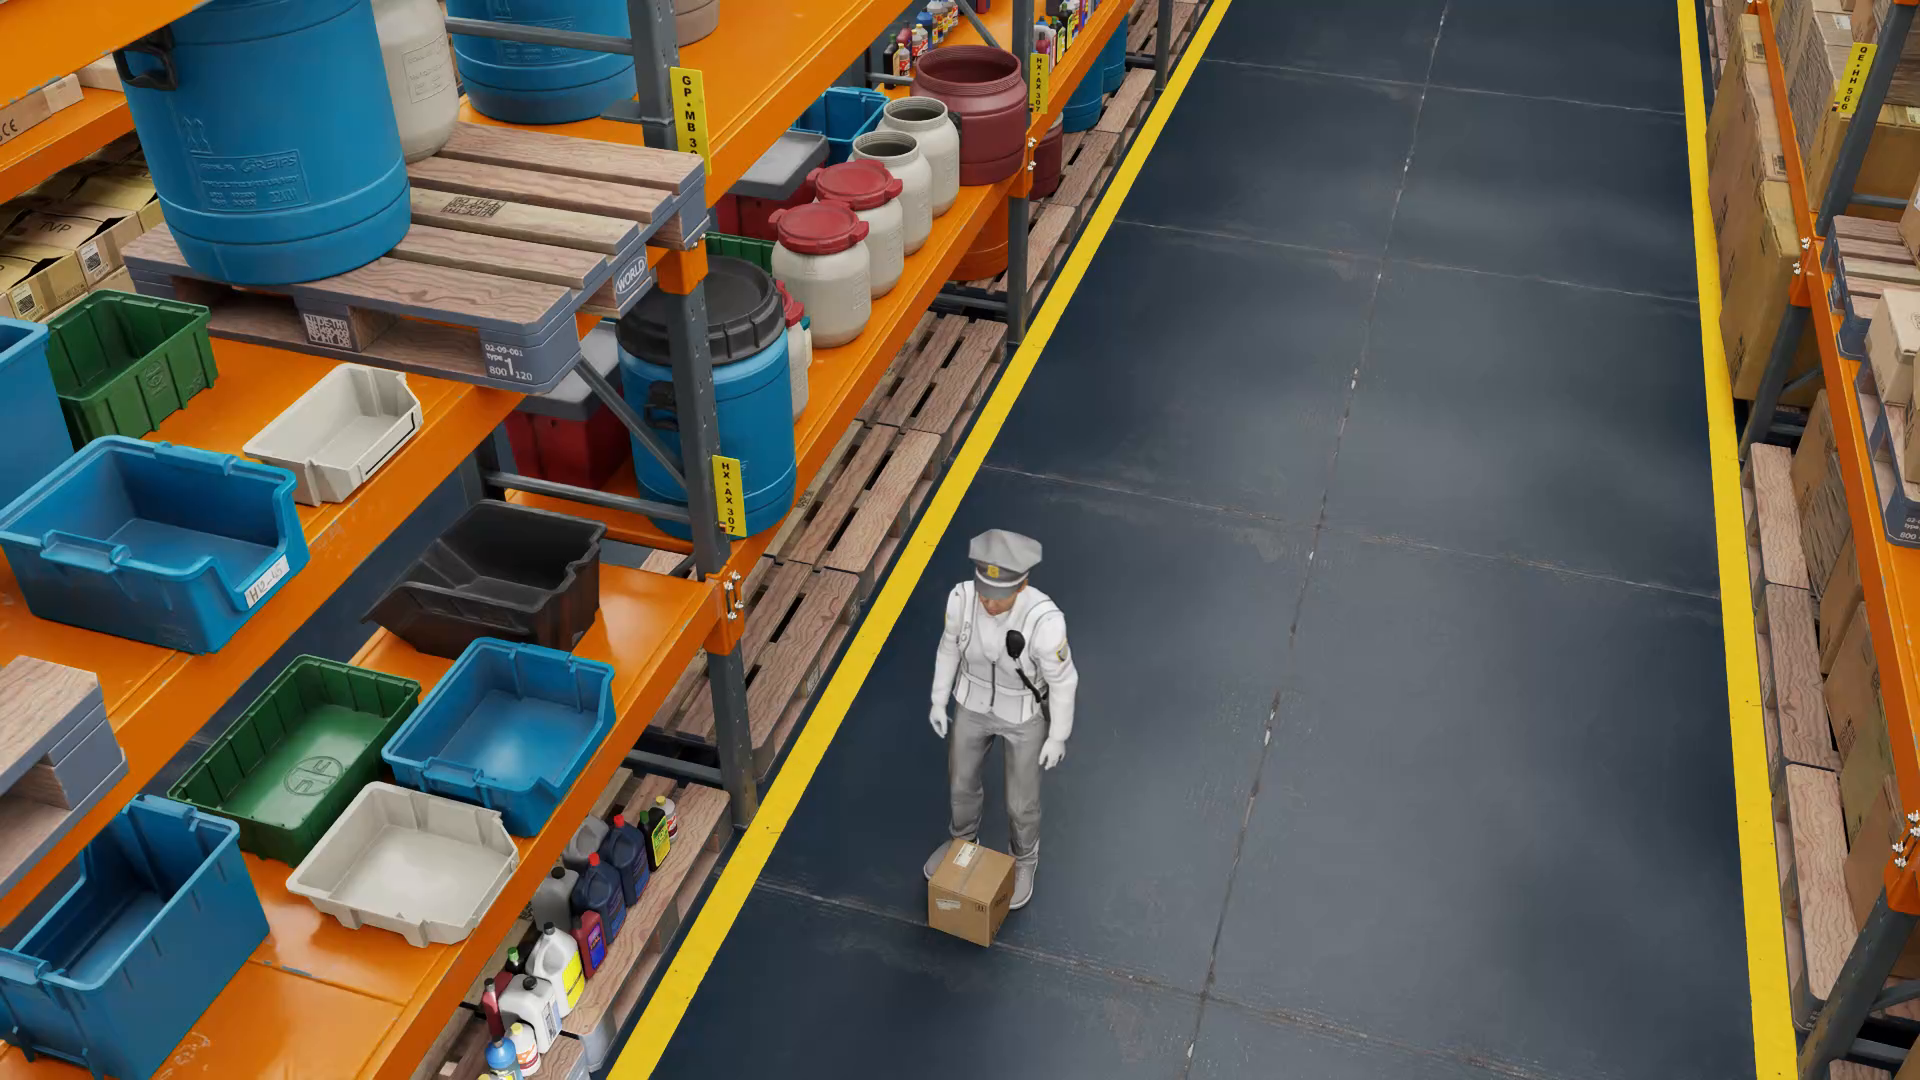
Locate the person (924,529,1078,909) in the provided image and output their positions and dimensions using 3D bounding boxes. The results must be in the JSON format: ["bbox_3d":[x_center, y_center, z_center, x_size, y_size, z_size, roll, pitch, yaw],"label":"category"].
[{"bbox_3d":[0.150,0.642,6.041,0.542,1.665,0.373,15,40,19],"label":"person"}]
